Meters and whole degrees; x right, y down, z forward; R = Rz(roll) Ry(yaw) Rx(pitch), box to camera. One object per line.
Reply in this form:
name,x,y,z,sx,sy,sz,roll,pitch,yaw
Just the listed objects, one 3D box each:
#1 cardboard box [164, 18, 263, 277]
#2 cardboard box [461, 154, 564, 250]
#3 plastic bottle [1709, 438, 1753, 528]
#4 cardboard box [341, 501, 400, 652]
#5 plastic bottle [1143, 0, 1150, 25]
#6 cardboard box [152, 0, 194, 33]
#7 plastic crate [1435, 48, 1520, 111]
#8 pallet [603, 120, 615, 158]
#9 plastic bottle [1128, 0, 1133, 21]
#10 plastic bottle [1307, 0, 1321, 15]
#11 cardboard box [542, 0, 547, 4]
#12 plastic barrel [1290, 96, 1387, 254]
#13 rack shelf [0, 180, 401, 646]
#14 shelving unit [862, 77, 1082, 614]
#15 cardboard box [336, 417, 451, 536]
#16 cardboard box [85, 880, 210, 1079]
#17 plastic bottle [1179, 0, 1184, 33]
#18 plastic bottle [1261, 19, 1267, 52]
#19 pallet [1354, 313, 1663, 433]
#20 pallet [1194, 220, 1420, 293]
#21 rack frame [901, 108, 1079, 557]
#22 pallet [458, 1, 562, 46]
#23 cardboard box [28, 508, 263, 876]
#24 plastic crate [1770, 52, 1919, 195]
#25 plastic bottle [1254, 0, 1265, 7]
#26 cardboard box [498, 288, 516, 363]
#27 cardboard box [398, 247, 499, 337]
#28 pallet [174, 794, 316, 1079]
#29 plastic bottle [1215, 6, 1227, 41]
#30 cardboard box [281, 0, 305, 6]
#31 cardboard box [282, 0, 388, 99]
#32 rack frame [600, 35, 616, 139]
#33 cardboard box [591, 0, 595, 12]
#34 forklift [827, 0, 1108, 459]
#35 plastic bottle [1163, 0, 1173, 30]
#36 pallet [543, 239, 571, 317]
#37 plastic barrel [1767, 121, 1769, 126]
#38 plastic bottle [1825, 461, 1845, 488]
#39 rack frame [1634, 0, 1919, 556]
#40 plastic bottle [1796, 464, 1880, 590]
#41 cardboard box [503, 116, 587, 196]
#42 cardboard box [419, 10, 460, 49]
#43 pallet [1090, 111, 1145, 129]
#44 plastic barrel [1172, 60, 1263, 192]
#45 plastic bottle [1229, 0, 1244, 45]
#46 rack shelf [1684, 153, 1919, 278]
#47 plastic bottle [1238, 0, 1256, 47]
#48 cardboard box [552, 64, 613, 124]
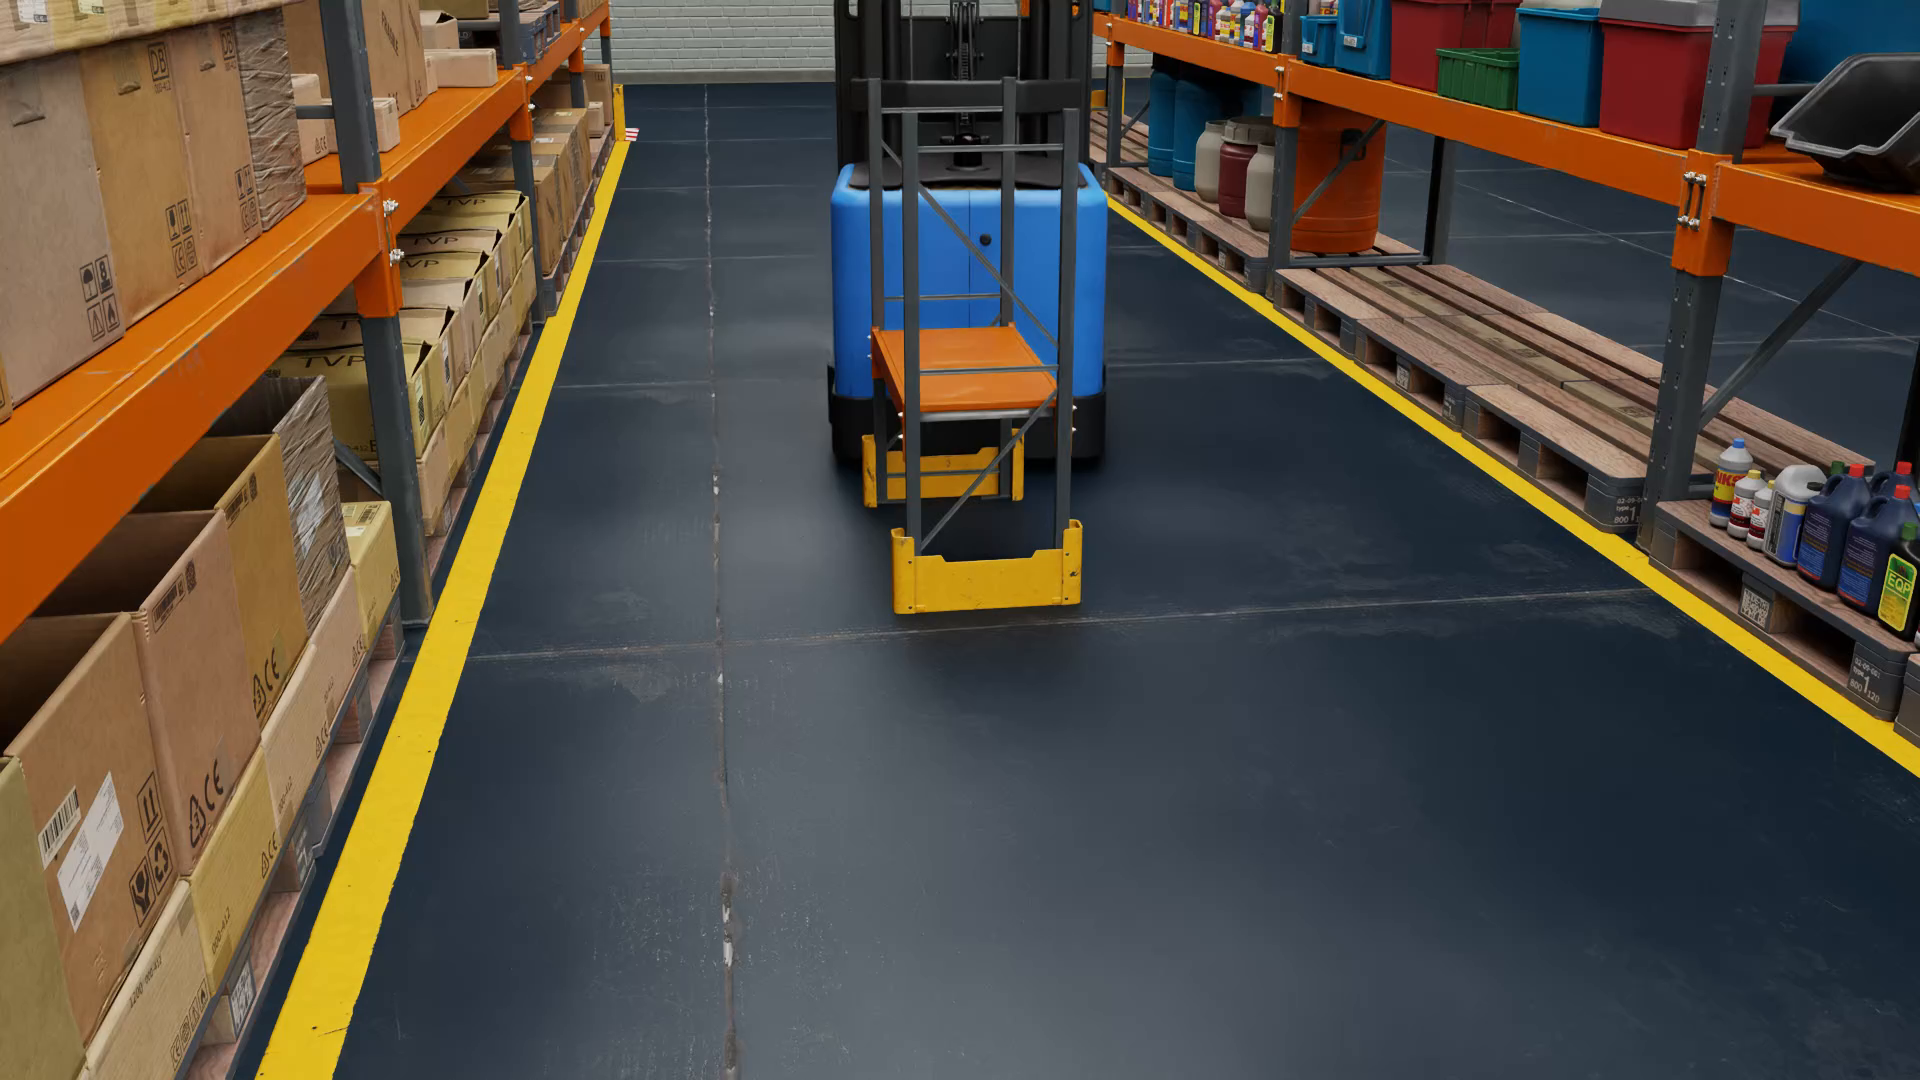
cardboard box,-1.953,-0.849,3.560,0.700,0.500,0.500,-3,21,-8
cardboard box,-2.546,-1.911,9.490,0.500,0.500,0.500,-4,21,-10
plastic bottle,2.409,-0.182,5.188,0.097,0.271,0.097,0,20,0
cardboard box,-1.822,0.103,4.484,0.500,0.250,0.500,-3,21,-8
plastic bottle,1.386,-3.792,11.760,0.152,0.276,0.135,-3,21,-8
cardboard box,-1.709,-1.053,3.179,0.380,0.149,0.250,-3,21,-8
plastic crate,2.267,-1.876,6.755,0.450,0.188,0.662,-3,21,-8
pallet,-3.708,-3.684,15.279,1.003,0.211,1.213,-3,21,-8
plastic bottle,1.274,-3.953,12.181,0.061,0.283,0.133,-3,21,-8
plastic bottle,2.278,-3.360,10.602,0.152,0.276,0.135,-3,21,-8
cardboard box,-2.943,-3.543,10.172,0.700,0.500,0.500,-8,22,-21
plastic barrel,2.133,-2.120,9.607,0.600,0.830,0.708,-3,21,-8
rack shelf,-1.817,-0.109,2.748,1.077,0.370,4.000,-3,21,-8
shelving unit,0.011,-0.676,5.383,0.587,1.500,1.083,-3,21,-8
cardboard box,-1.918,-0.199,5.291,0.500,0.250,0.500,-3,21,-9
cardboard box,-1.533,0.795,2.630,0.500,0.250,0.500,-3,21,-8
plastic bottle,1.490,-3.474,10.915,0.097,0.271,0.097,0,20,0
plastic bottle,1.741,-2.838,9.312,0.097,0.201,0.097,0,20,0
pallet,2.466,-0.774,7.486,1.003,0.211,1.213,-3,21,-8
pallet,2.065,-1.736,10.063,1.003,0.211,1.213,-3,21,-8
rack frame,0.086,-0.497,4.903,0.500,1.500,0.032,-3,21,-8
pallet,-2.967,-3.106,10.020,1.003,0.211,1.213,-3,21,-8
cardboard box,-1.599,0.270,2.963,0.500,0.500,0.500,-3,21,-8
plastic crate,2.747,-1.170,4.650,0.767,0.338,0.504,-3,21,-8
plastic bottle,2.044,-3.616,11.294,0.097,0.271,0.097,0,20,0
cardboard box,-2.217,-0.909,7.193,0.500,0.250,0.500,-2,21,-7
cardboard box,-2.141,-0.997,6.628,0.500,0.311,0.500,-2,21,-6
pallet,-1.853,0.869,3.088,1.003,0.211,1.213,-3,21,-8
plastic bottle,1.610,-3.154,10.157,0.097,0.201,0.097,0,20,0
cardboard box,-1.854,-1.406,4.122,0.380,0.149,0.250,-3,21,-8
cardboard box,-2.276,-1.634,5.661,0.500,0.500,0.500,-1,21,-4
rack frame,-3.835,-5.293,15.601,1.000,3.000,0.127,-3,21,-8
cardboard box,-3.209,-4.496,13.323,0.500,0.500,0.500,-3,21,-8
forklift,0.011,-2.145,7.270,1.130,2.935,3.031,0,20,-1
plastic bottle,1.467,-3.598,11.241,0.152,0.276,0.135,-3,21,-8
pallet,-2.752,-1.477,9.370,1.003,0.211,1.213,-3,21,-8
plastic barrel,2.876,-1.793,6.035,0.433,0.535,0.433,0,20,0
plastic bottle,2.588,-0.083,4.905,0.061,0.283,0.133,-3,21,-8
rack frame,2.797,-1.387,5.142,1.000,3.000,0.127,-3,21,-8
plastic bottle,2.503,-0.052,4.724,0.144,0.351,0.185,-2,21,-6
cardboard box,-2.841,-2.615,11.375,0.500,0.500,0.500,-3,21,-8
cardboard box,-2.673,-2.353,7.857,0.500,0.311,0.500,-2,21,-4
pallet,1.148,-3.948,15.984,1.003,0.211,1.213,-3,21,-8
plastic barrel,1.807,-2.936,11.689,0.600,0.901,0.708,-3,21,-8
plastic bottle,1.652,-3.086,9.874,0.097,0.271,0.097,0,20,0
rack shelf,3.085,-0.357,3.414,1.077,0.370,4.000,-3,21,-8
plastic bottle,1.680,-3.018,9.694,0.097,0.271,0.097,0,20,0
cardboard box,-3.513,-4.152,15.490,0.500,0.500,0.500,-3,21,-8
